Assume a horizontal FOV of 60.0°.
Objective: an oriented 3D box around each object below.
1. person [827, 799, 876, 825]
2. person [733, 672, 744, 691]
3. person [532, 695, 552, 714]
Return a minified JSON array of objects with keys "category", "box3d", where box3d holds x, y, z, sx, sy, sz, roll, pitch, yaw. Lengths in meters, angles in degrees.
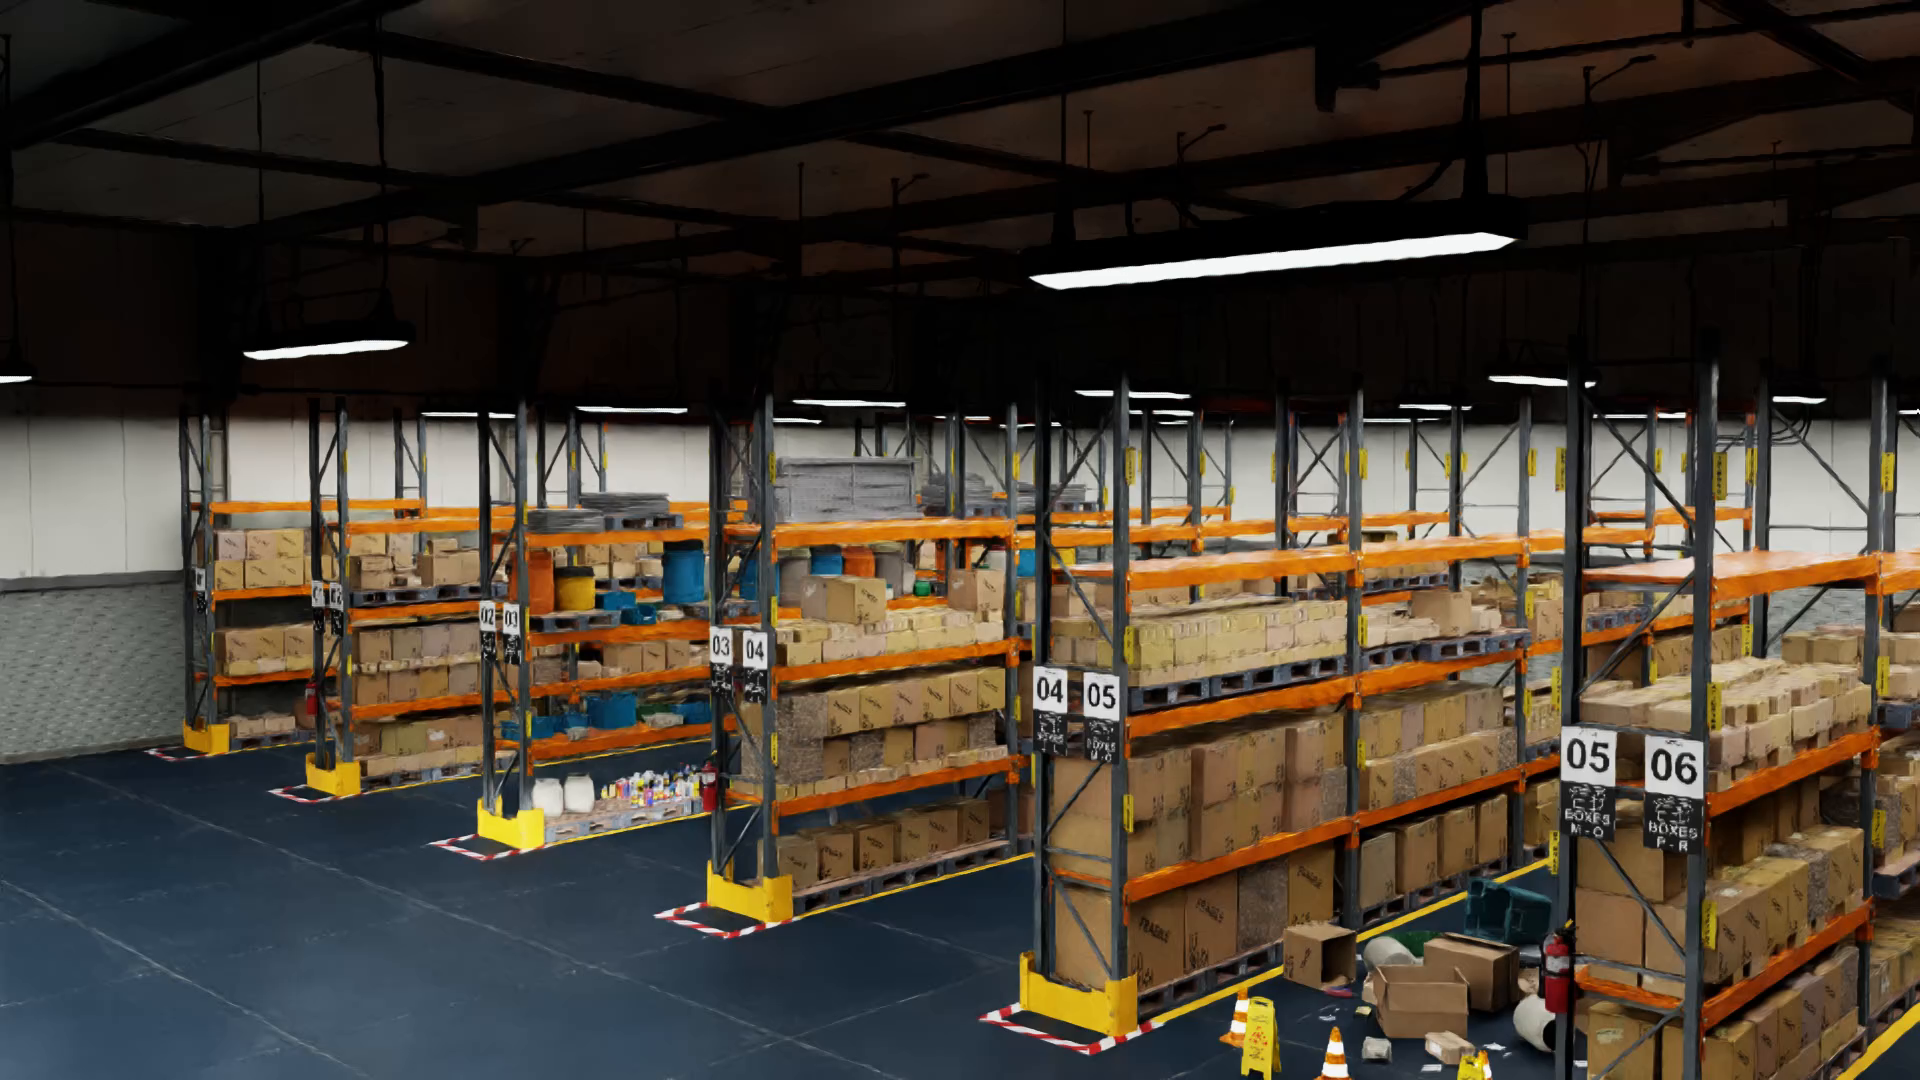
[{"category":"person","box3d":[-1.420,3.231,21.968,0.868,1.531,0.455,-1,3,-25]},{"category":"person","box3d":[-4.683,2.470,35.612,0.498,1.585,1.075,3,4,41]},{"category":"person","box3d":[-7.625,2.653,30.441,0.457,1.783,0.618,1,3,13]}]
